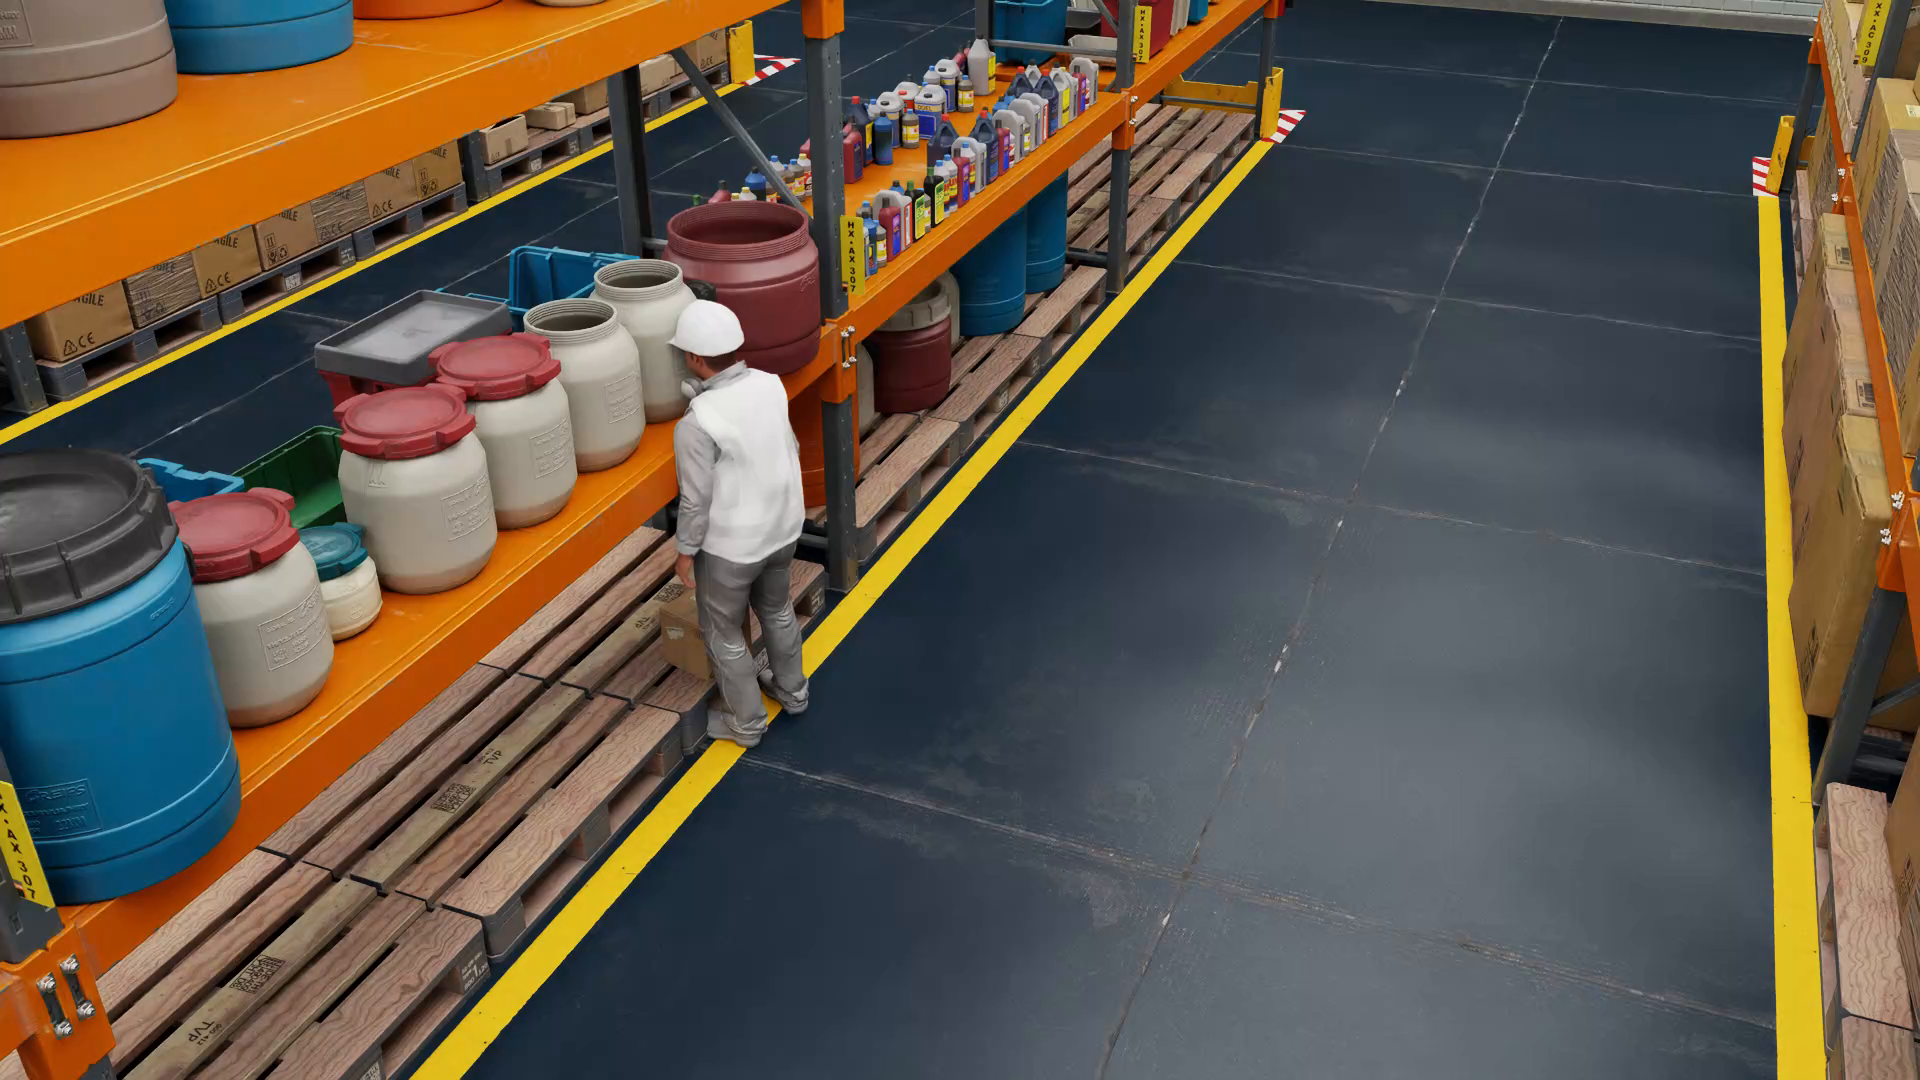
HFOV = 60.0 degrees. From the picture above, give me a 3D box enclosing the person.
[{"bbox_3d":[-0.822,-0.043,6.177,0.462,1.772,0.589,21,36,32],"label":"person"}]
